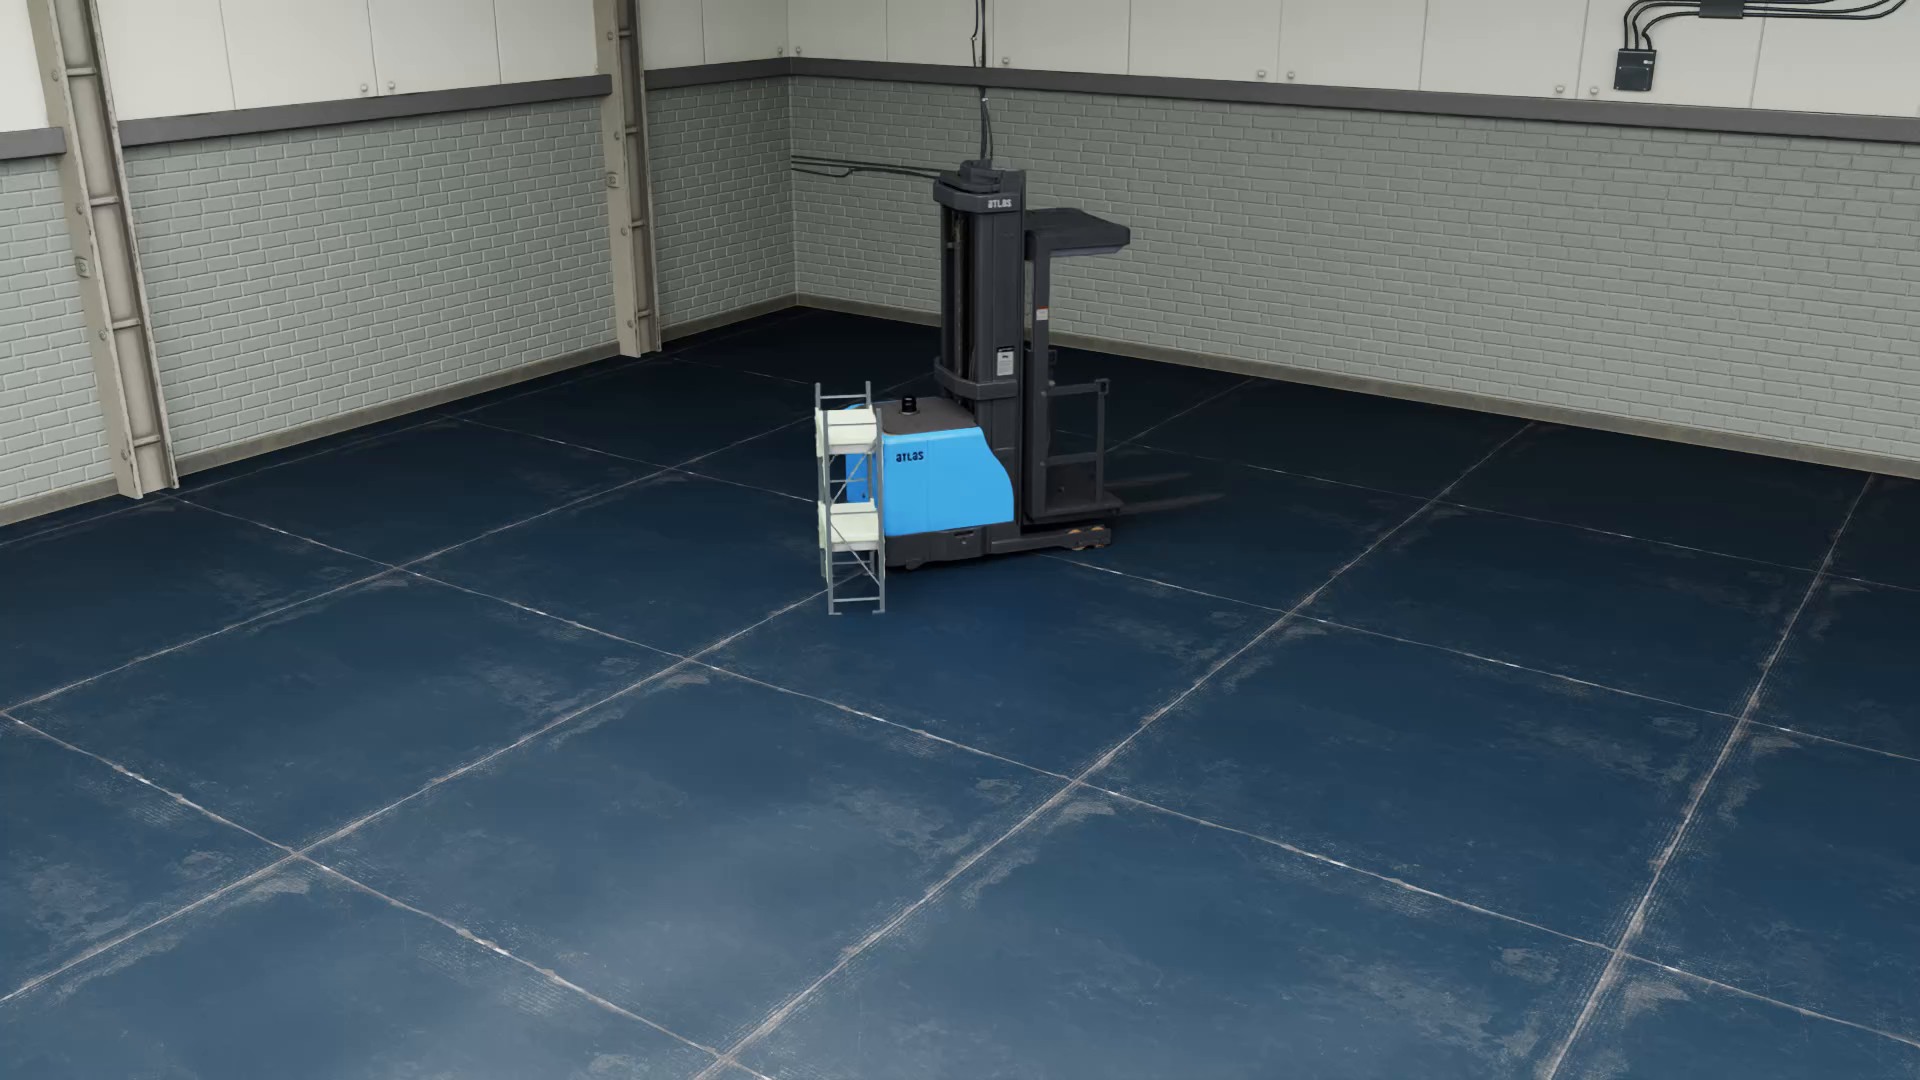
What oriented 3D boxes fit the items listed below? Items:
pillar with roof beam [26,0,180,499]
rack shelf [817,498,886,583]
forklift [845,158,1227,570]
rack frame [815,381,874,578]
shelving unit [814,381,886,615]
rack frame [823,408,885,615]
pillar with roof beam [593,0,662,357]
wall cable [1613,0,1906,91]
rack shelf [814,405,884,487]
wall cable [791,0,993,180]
[{"bbox_3d":[-3.484,-3.816,10.610,9.100,9.000,0.400,13,24,32],"label":"pillar with roof beam"},{"bbox_3d":[-0.791,-0.004,12.054,0.431,0.370,0.720,-3,21,-8],"label":"rack shelf"},{"bbox_3d":[0.656,-1.451,12.962,3.031,2.935,1.130,-7,22,-19],"label":"forklift"},{"bbox_3d":[-0.846,-0.435,12.280,0.400,1.500,0.023,-3,21,-8],"label":"rack frame"},{"bbox_3d":[-0.791,-0.310,11.941,0.431,1.500,0.755,-3,21,-8],"label":"shelving unit"},{"bbox_3d":[-0.737,-0.184,11.602,0.400,1.500,0.023,-3,21,-8],"label":"rack frame"},{"bbox_3d":[-0.111,-5.537,15.264,9.100,9.000,0.400,13,24,32],"label":"pillar with roof beam"},{"bbox_3d":[6.920,-6.703,13.514,2.305,6.003,0.169,13,24,32],"label":"wall cable"},{"bbox_3d":[-0.791,-0.676,11.806,0.431,0.370,0.720,-3,21,-8],"label":"rack shelf"},{"bbox_3d":[-0.922,-5.508,19.660,3.097,2.526,0.112,13,24,32],"label":"wall cable"}]
